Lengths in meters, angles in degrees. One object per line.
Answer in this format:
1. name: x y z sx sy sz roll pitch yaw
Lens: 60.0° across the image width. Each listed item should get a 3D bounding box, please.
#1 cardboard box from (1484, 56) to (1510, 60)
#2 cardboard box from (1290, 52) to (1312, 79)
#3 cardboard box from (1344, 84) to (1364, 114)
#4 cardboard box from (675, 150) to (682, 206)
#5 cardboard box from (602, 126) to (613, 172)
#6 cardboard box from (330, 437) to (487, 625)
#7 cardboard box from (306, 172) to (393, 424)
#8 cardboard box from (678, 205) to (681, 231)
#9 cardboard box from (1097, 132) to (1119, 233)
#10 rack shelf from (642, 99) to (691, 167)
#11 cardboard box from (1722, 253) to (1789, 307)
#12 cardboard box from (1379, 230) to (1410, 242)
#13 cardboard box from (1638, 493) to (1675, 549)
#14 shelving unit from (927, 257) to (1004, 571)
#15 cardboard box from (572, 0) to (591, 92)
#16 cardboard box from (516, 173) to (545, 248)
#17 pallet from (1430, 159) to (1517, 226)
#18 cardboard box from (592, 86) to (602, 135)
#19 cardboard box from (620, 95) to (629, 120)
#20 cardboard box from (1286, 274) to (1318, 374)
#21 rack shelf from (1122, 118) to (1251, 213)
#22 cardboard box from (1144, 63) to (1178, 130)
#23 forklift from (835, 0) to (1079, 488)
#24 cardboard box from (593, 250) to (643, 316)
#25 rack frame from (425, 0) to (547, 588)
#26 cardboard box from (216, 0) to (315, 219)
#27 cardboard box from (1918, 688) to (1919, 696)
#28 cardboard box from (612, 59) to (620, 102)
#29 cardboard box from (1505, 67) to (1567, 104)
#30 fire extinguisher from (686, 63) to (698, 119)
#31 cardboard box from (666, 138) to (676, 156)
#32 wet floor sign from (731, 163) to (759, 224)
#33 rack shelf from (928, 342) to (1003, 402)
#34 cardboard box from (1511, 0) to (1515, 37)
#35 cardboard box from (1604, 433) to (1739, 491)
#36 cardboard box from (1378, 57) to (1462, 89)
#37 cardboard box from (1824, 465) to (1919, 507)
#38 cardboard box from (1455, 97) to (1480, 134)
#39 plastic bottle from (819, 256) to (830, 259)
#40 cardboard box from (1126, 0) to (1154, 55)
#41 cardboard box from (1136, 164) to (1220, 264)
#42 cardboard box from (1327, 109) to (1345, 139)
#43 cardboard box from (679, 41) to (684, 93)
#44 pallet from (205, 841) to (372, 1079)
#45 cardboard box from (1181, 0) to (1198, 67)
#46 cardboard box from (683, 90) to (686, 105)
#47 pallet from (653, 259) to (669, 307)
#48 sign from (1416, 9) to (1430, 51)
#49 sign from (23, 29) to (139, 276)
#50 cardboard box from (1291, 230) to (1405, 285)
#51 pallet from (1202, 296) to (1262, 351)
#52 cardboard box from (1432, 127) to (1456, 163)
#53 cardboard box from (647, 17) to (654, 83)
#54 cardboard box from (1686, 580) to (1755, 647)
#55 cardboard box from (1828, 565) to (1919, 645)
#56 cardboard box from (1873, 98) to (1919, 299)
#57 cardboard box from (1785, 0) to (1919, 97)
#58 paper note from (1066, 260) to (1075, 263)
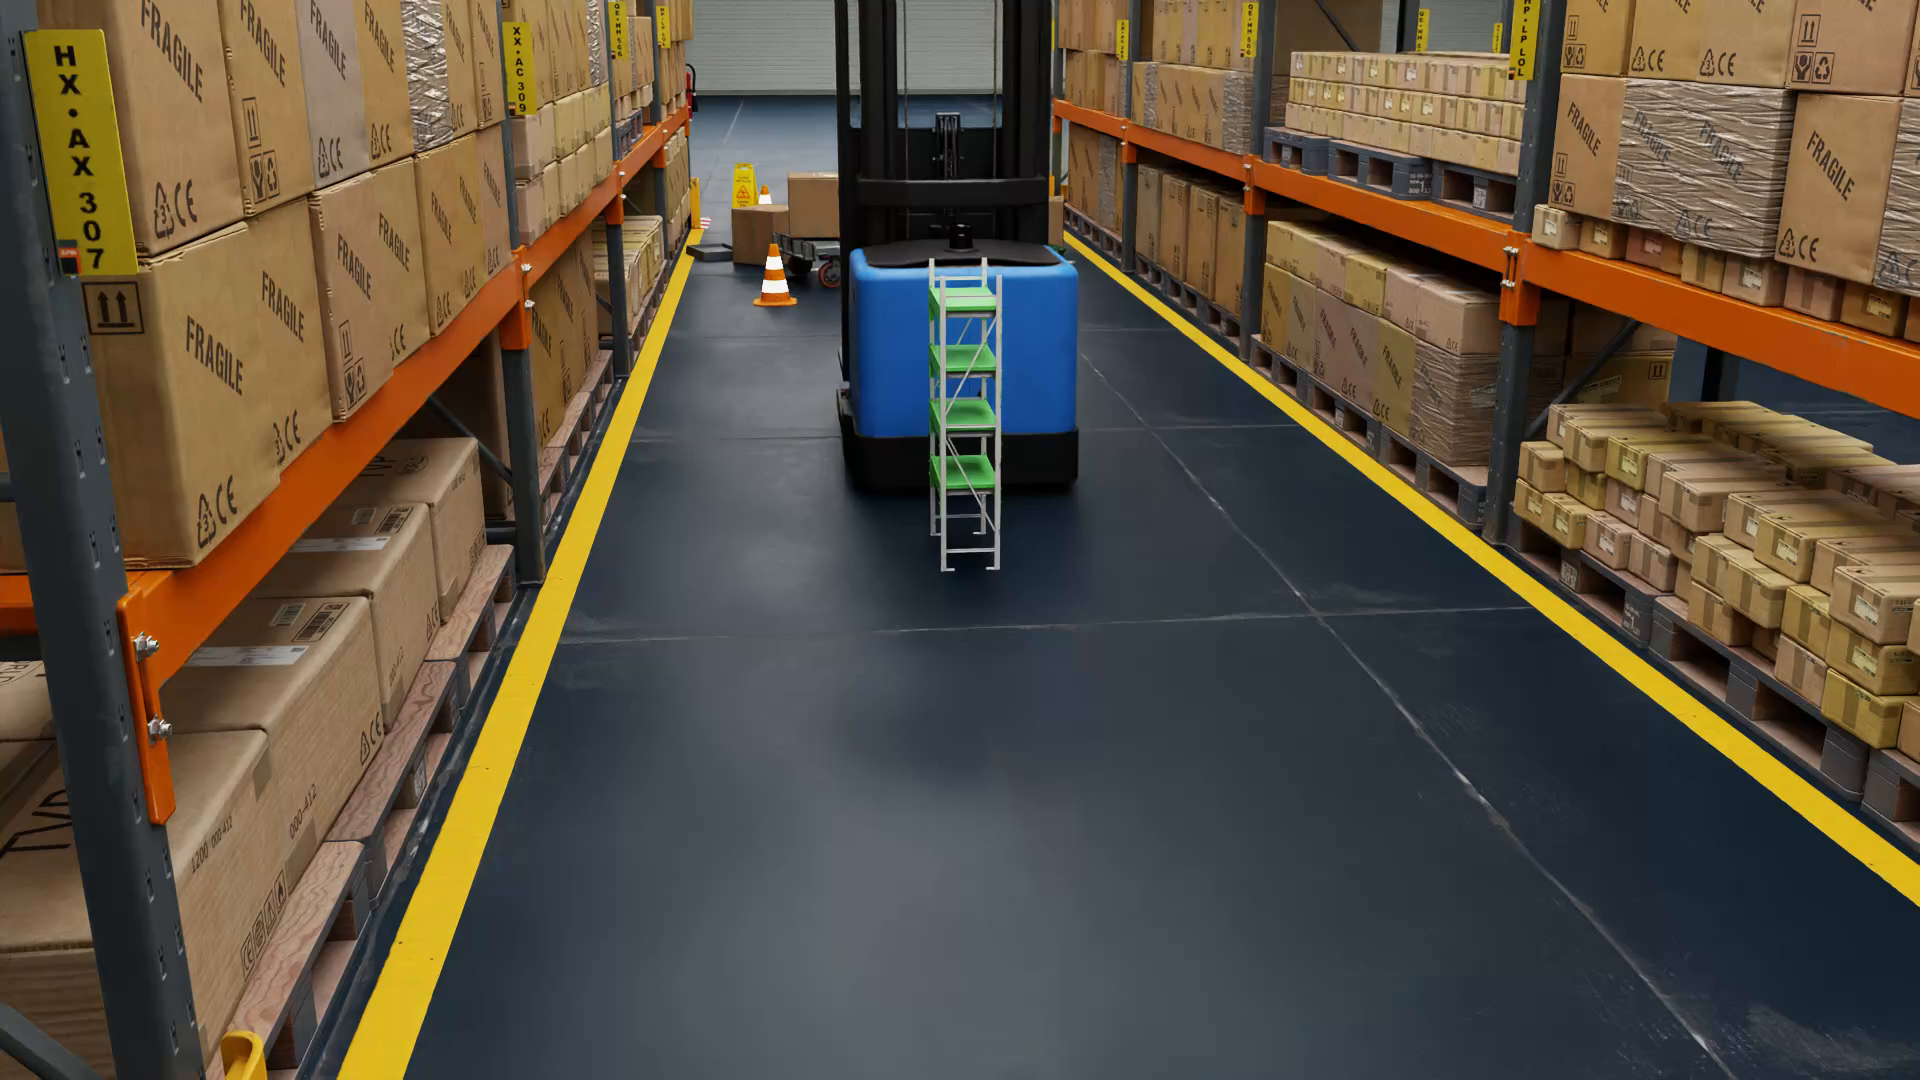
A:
1. cardboard box: 2.982 -2.471 8.764 0.380 0.149 0.250 -1 17 -3
2. cardboard box: 2.200 -2.843 9.949 0.380 0.149 0.250 -2 18 -6
3. cardboard box: 2.306 -2.386 8.991 0.380 0.149 0.250 -2 18 -6
4. cardboard box: -2.893 -3.376 15.560 0.500 0.500 0.500 -1 17 -3
5. cardboard box: -2.259 -2.226 9.510 0.500 0.250 0.500 -2 18 -8
6. cardboard box: -2.199 -0.036 5.861 0.875 0.438 0.875 -2 18 -6
7. cardboard box: -1.622 -0.558 3.781 0.500 0.500 0.500 -2 18 -6
8. cardboard box: -2.898 -3.021 15.682 0.500 0.250 0.500 -2 18 -6
9. cardboard box: 1.840 -3.460 16.035 0.875 0.875 0.875 -2 18 -5
10. rack shelf: -3.188 -3.885 15.744 1.077 0.370 4.000 -2 18 -6
11. cardboard box: 2.645 -0.826 5.221 0.380 0.149 0.250 -1 17 -3
12. cardboard box: 2.738 -1.643 9.623 0.500 0.250 0.500 -2 17 -5
13. cardboard box: 2.677 -0.071 5.958 0.380 0.149 0.250 -3 18 -8
14. shelving unit: 0.017 -0.523 6.840 0.258 1.200 0.503 -2 18 -6
15. cardboard box: -2.150 -2.518 8.355 0.500 0.500 0.500 -2 18 -6
16. cardboard box: -1.939 -1.316 6.612 0.500 0.250 0.500 -2 18 -7
17. pallet: 2.823 -1.572 7.498 1.003 0.211 1.213 -2 18 -6
18. cardboard box: -2.210 -2.318 8.969 0.500 0.250 0.500 -2 18 -7
19. cardboard box: -2.404 -2.874 11.043 0.380 0.149 0.250 -2 18 -5
20. cardboard box: 2.219 -1.263 9.664 0.500 0.500 0.500 -2 17 -5
21. rack shelf: 2.138 -2.876 12.531 1.077 0.370 4.000 -2 18 -6
22. cardboard box: 1.771 -3.547 13.302 0.500 0.500 0.500 -2 18 -5
23. forklift: -0.109 -2.035 8.767 1.130 2.935 3.031 -2 18 -6
24. cardboard box: -2.702 -1.775 11.510 0.950 0.372 0.625 -2 18 -7
25. rack frame: -2.157 -1.249 6.146 1.000 3.000 0.127 -2 18 -6
26. cardboard box: -1.570 -0.887 3.159 0.500 0.500 0.500 -2 18 -7
27. cardboard box: 2.850 0.392 4.484 0.380 0.149 0.250 -2 18 -6
28. cardboard box: -2.385 -2.972 10.270 0.500 0.500 0.500 -2 18 -7
29. cardboard box: 2.521 -1.910 6.977 0.380 0.149 0.250 -1 17 -3
30. fire extinguisher: -2.948 -4.835 17.700 0.296 0.674 0.183 -2 18 -6
31. cardboard box: -2.782 -3.564 15.076 0.380 0.149 0.250 -1 17 -4
32. wet floor sign: -2.350 -3.790 18.173 0.267 0.644 0.232 4 18 13
33. rack shelf: 0.017 -0.691 6.788 0.258 0.148 0.480 -2 18 -6
34. cardboard box: 6.249 -5.624 17.751 0.500 0.500 0.500 -2 18 -6
35. cardboard box: 2.631 -0.289 6.155 0.380 0.149 0.250 -2 18 -6
36. cardboard box: 2.358 -2.378 8.469 0.380 0.149 0.250 -2 18 -6
37. cardboard box: 3.220 -0.151 5.716 0.380 0.149 0.250 -3 18 -8
38. cardboard box: 2.468 -1.919 7.503 0.380 0.149 0.250 -1 17 -3
39. plastic bottle: -1.249 -2.673 15.588 0.133 0.061 0.283 1 17 4
40. cardboard box: 1.928 -4.513 14.491 0.875 0.550 0.550 -2 18 -6
41. cardboard box: 2.085 -2.760 14.015 1.050 0.750 0.750 -2 18 -6
42. cardboard box: 2.275 -2.324 9.289 0.380 0.149 0.250 -1 17 -3
43. cardboard box: -3.017 -4.711 16.511 0.500 0.500 0.500 -2 18 -6
44. pallet: -1.904 1.038 3.519 1.003 0.211 1.213 -2 18 -6
45. cardboard box: 2.095 -3.888 12.718 0.700 0.500 0.500 -2 18 -5
46. cardboard box: -3.006 -4.527 17.009 0.380 0.149 0.250 -2 18 -6
47. pallet: -2.900 -2.070 13.417 1.003 0.211 1.213 -2 18 -6
48. sign: 2.883 -3.158 10.426 0.100 0.325 0.005 -2 18 -6
49. sign: -1.191 -0.523 2.258 0.100 0.325 0.005 -2 18 -6
50. cardboard box: 2.227 -1.625 9.565 0.500 0.250 0.500 -2 18 -6
51. pallet: 2.338 -1.530 11.699 1.003 0.211 1.213 -2 18 -6
52. cardboard box: 2.442 -1.851 7.783 0.380 0.149 0.250 -3 18 -8
53. cardboard box: -2.706 -3.891 13.200 0.500 0.500 0.500 -2 18 -7
54. cardboard box: 2.649 0.232 5.489 0.380 0.149 0.250 -2 18 -7
55. cardboard box: 2.694 0.179 4.665 0.380 0.149 0.250 -1 17 -4
56. cardboard box: 2.757 -0.860 4.244 0.500 0.500 0.500 -2 18 -5
57. cardboard box: 2.702 -1.498 4.609 0.500 0.500 0.500 -2 18 -8
58. paper note: 0.961 -2.571 15.315 0.142 0.020 0.147 16 24 42
